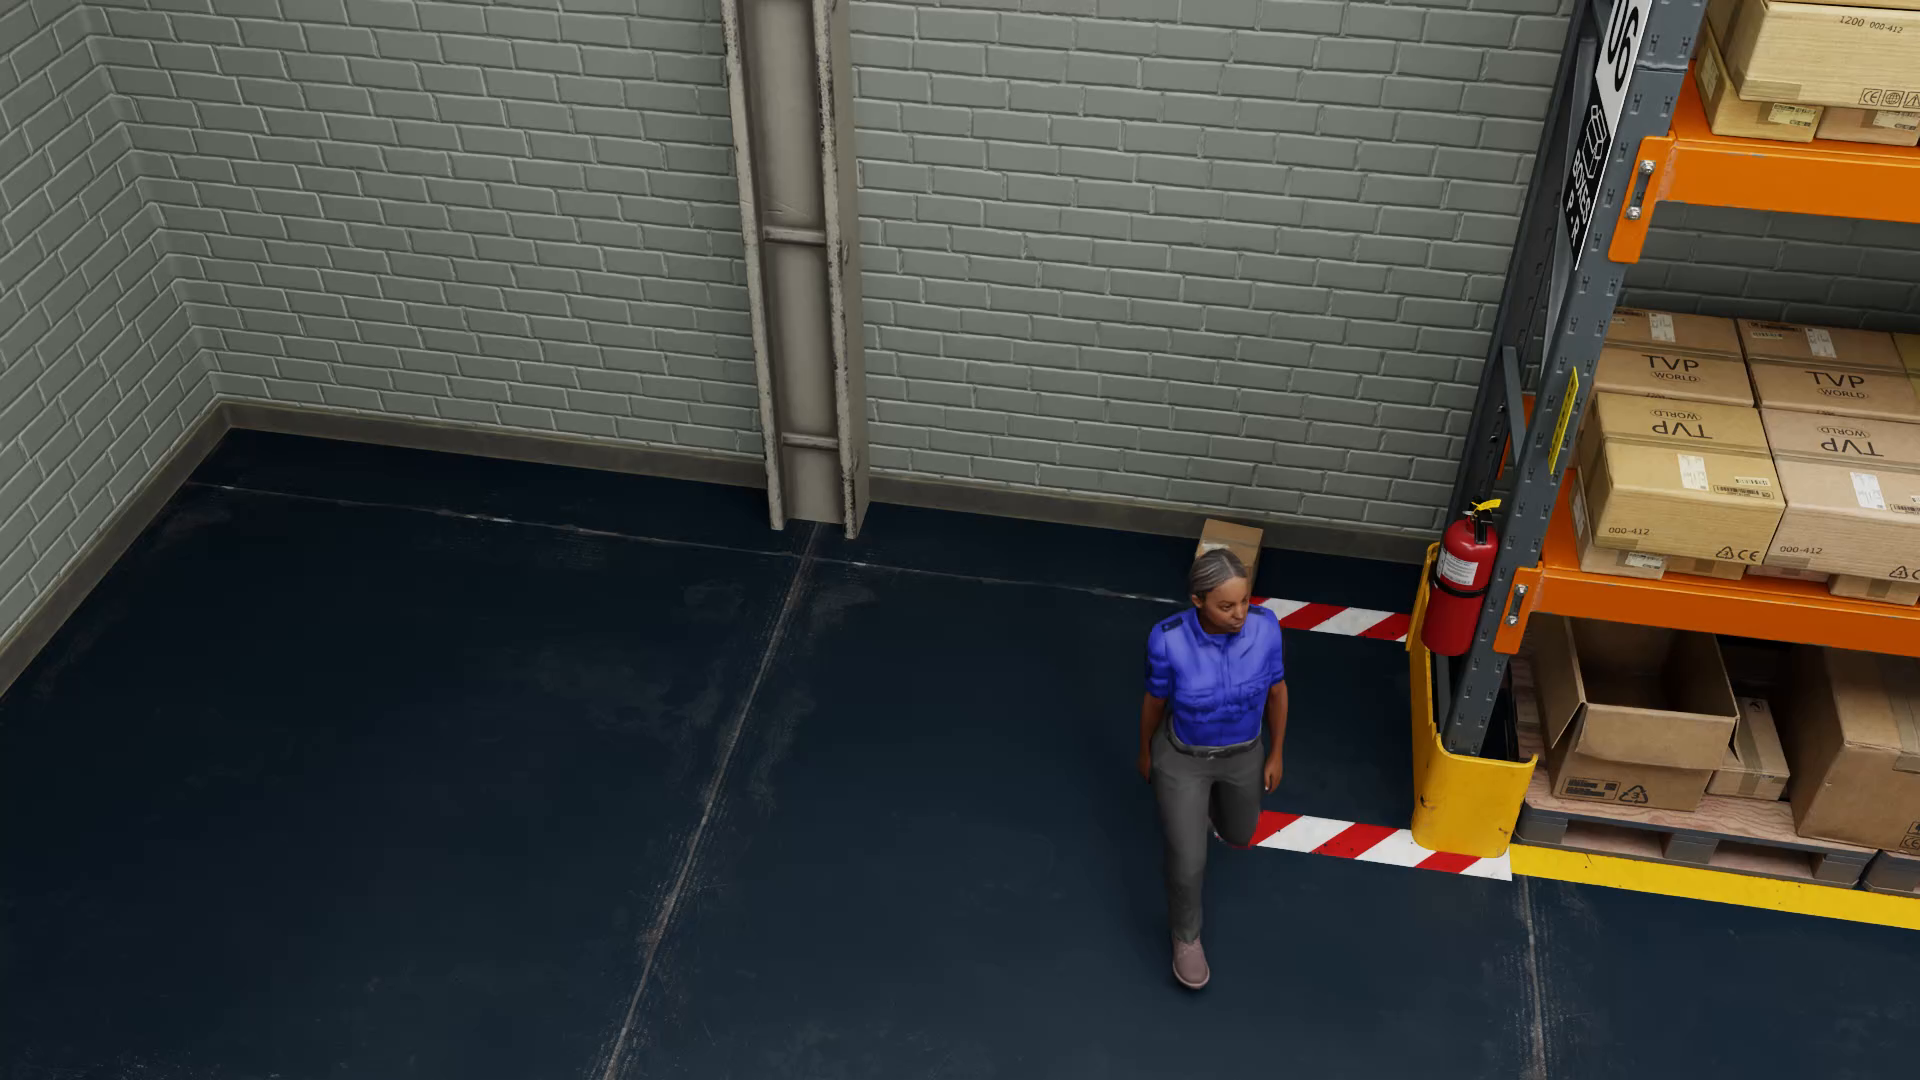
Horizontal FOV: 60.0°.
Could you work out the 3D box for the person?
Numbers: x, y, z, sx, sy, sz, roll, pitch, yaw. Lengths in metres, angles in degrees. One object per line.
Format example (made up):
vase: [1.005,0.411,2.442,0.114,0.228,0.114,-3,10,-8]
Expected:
person: [0.801,0.656,5.380,0.466,1.622,0.792,-6,41,-7]
